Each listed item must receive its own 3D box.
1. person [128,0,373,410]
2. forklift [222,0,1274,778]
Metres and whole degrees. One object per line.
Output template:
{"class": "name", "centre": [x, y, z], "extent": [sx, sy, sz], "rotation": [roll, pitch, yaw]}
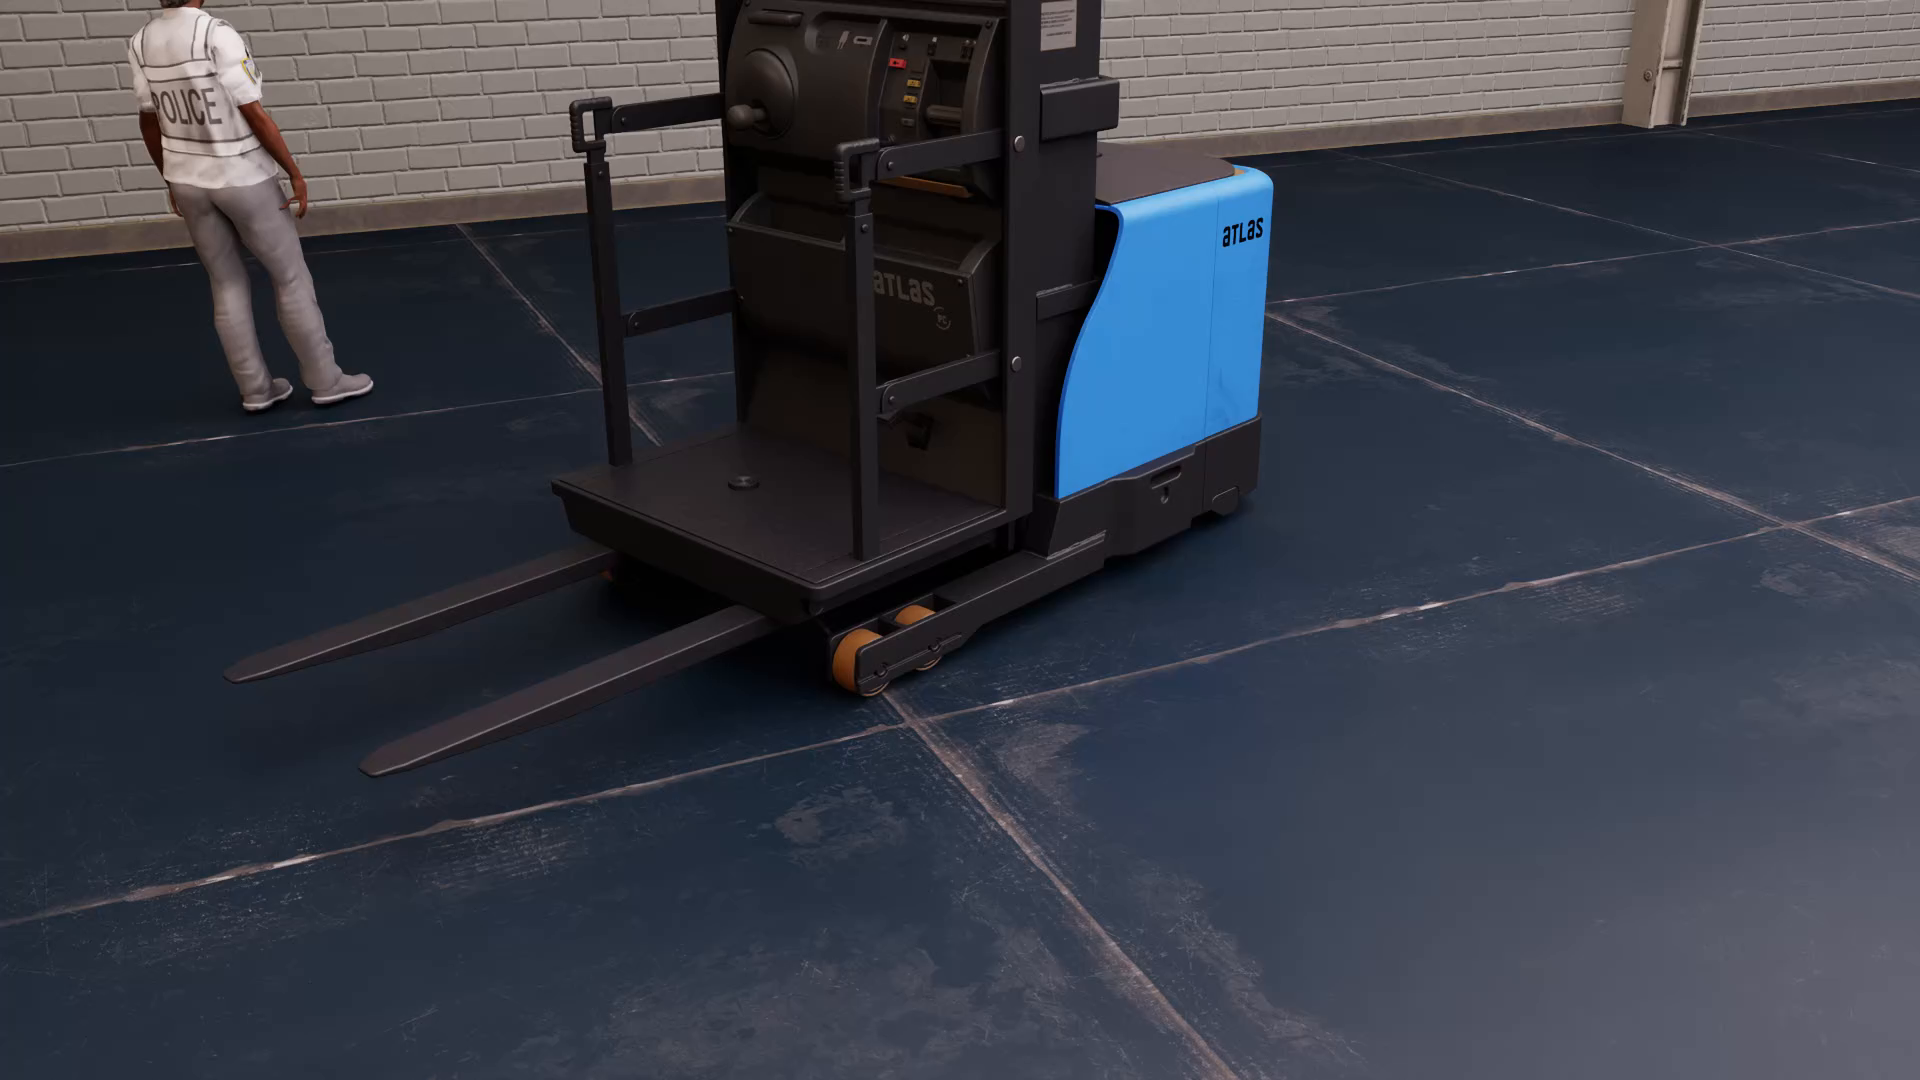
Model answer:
{"class": "person", "centre": [-2.604, -1.305, 6.022], "extent": [0.568, 1.695, 0.531], "rotation": [4, 23, 9]}
{"class": "forklift", "centre": [-0.413, -1.182, 4.131], "extent": [1.130, 2.935, 3.031], "rotation": [19, 29, 39]}
